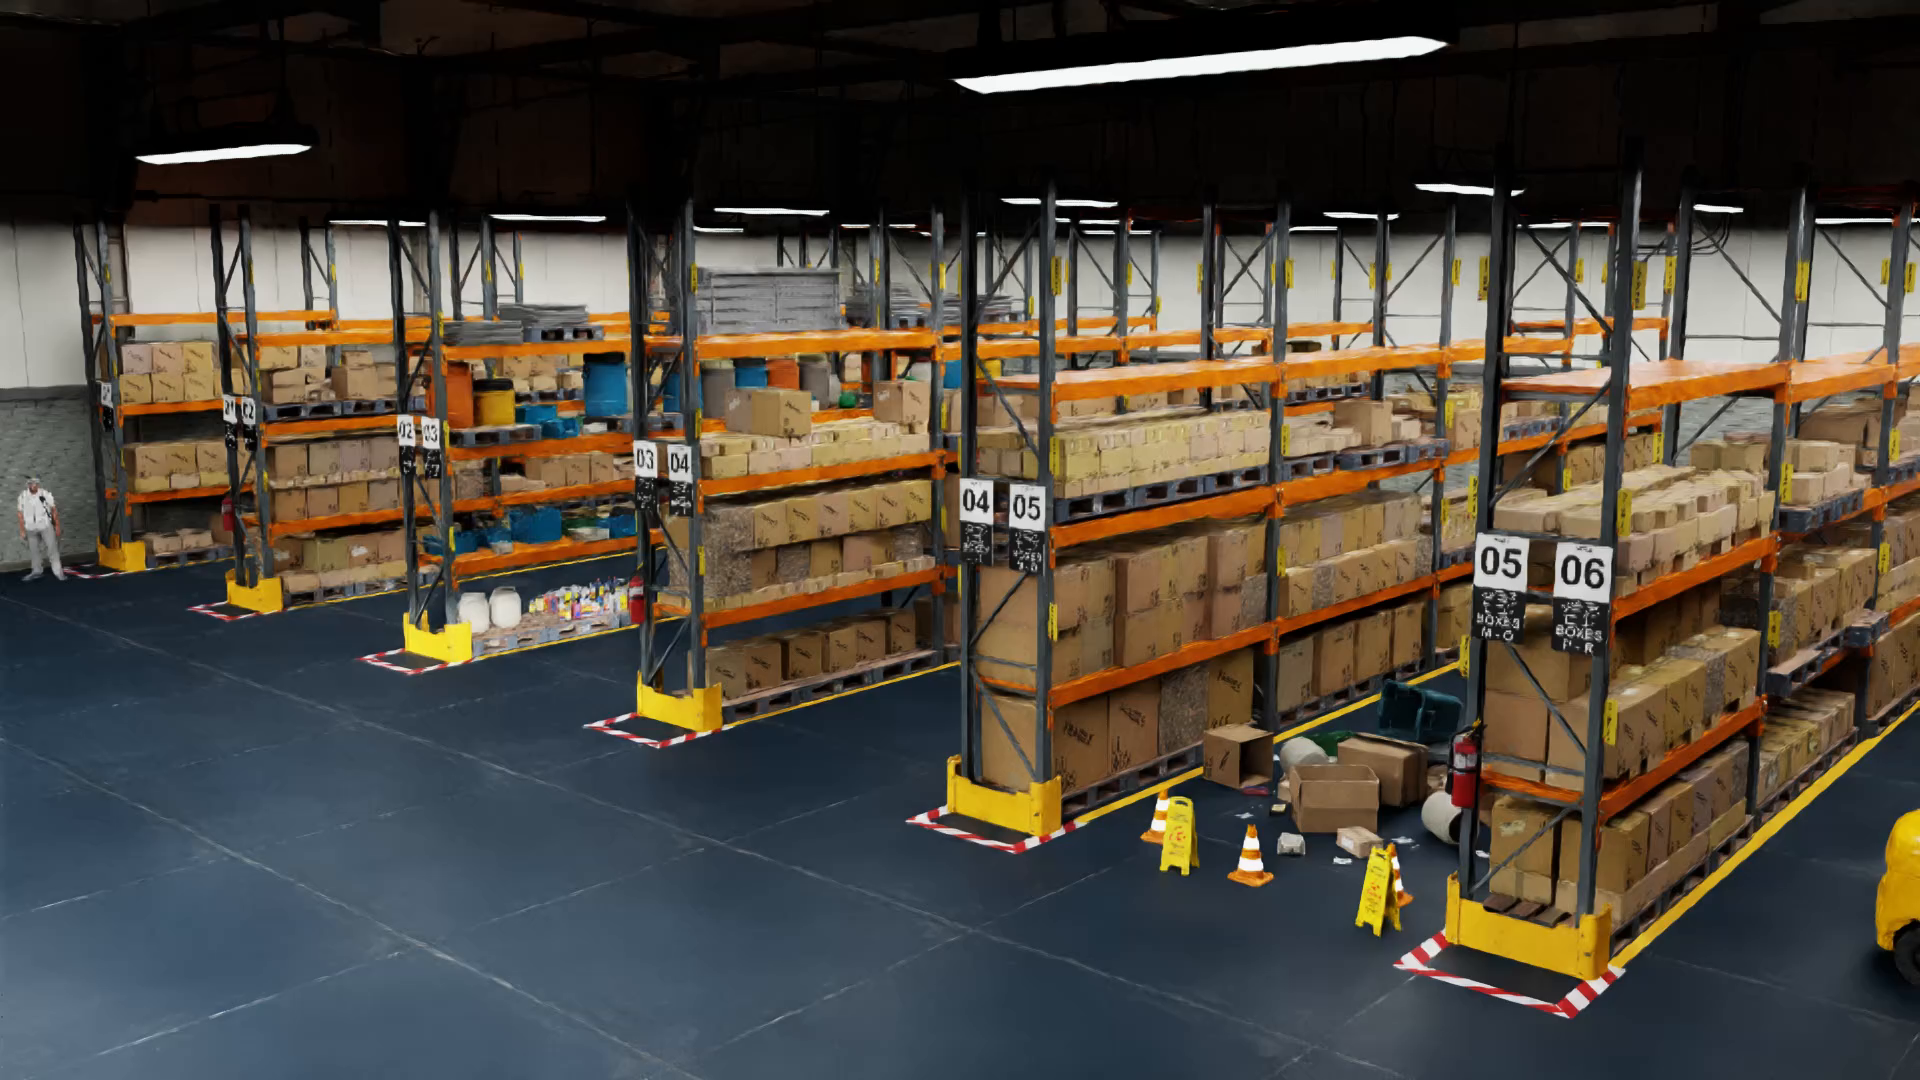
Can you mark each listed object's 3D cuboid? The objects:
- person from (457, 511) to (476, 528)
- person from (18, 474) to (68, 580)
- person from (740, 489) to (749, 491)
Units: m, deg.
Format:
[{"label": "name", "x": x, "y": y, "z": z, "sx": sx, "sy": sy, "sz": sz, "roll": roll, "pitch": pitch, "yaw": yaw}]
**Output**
[{"label": "person", "x": -9.339, "y": -0.762, "z": 31.057, "sx": 0.478, "sy": 1.557, "sz": 1.000, "roll": 6, "pitch": 11, "yaw": 32}, {"label": "person", "x": -15.012, "y": -0.215, "z": 27.177, "sx": 0.748, "sy": 1.757, "sz": 0.552, "roll": -3, "pitch": 10, "yaw": -15}, {"label": "person", "x": -3.458, "y": -0.191, "z": 27.624, "sx": 0.592, "sy": 1.604, "sz": 0.513, "roll": 8, "pitch": 12, "yaw": 39}]
